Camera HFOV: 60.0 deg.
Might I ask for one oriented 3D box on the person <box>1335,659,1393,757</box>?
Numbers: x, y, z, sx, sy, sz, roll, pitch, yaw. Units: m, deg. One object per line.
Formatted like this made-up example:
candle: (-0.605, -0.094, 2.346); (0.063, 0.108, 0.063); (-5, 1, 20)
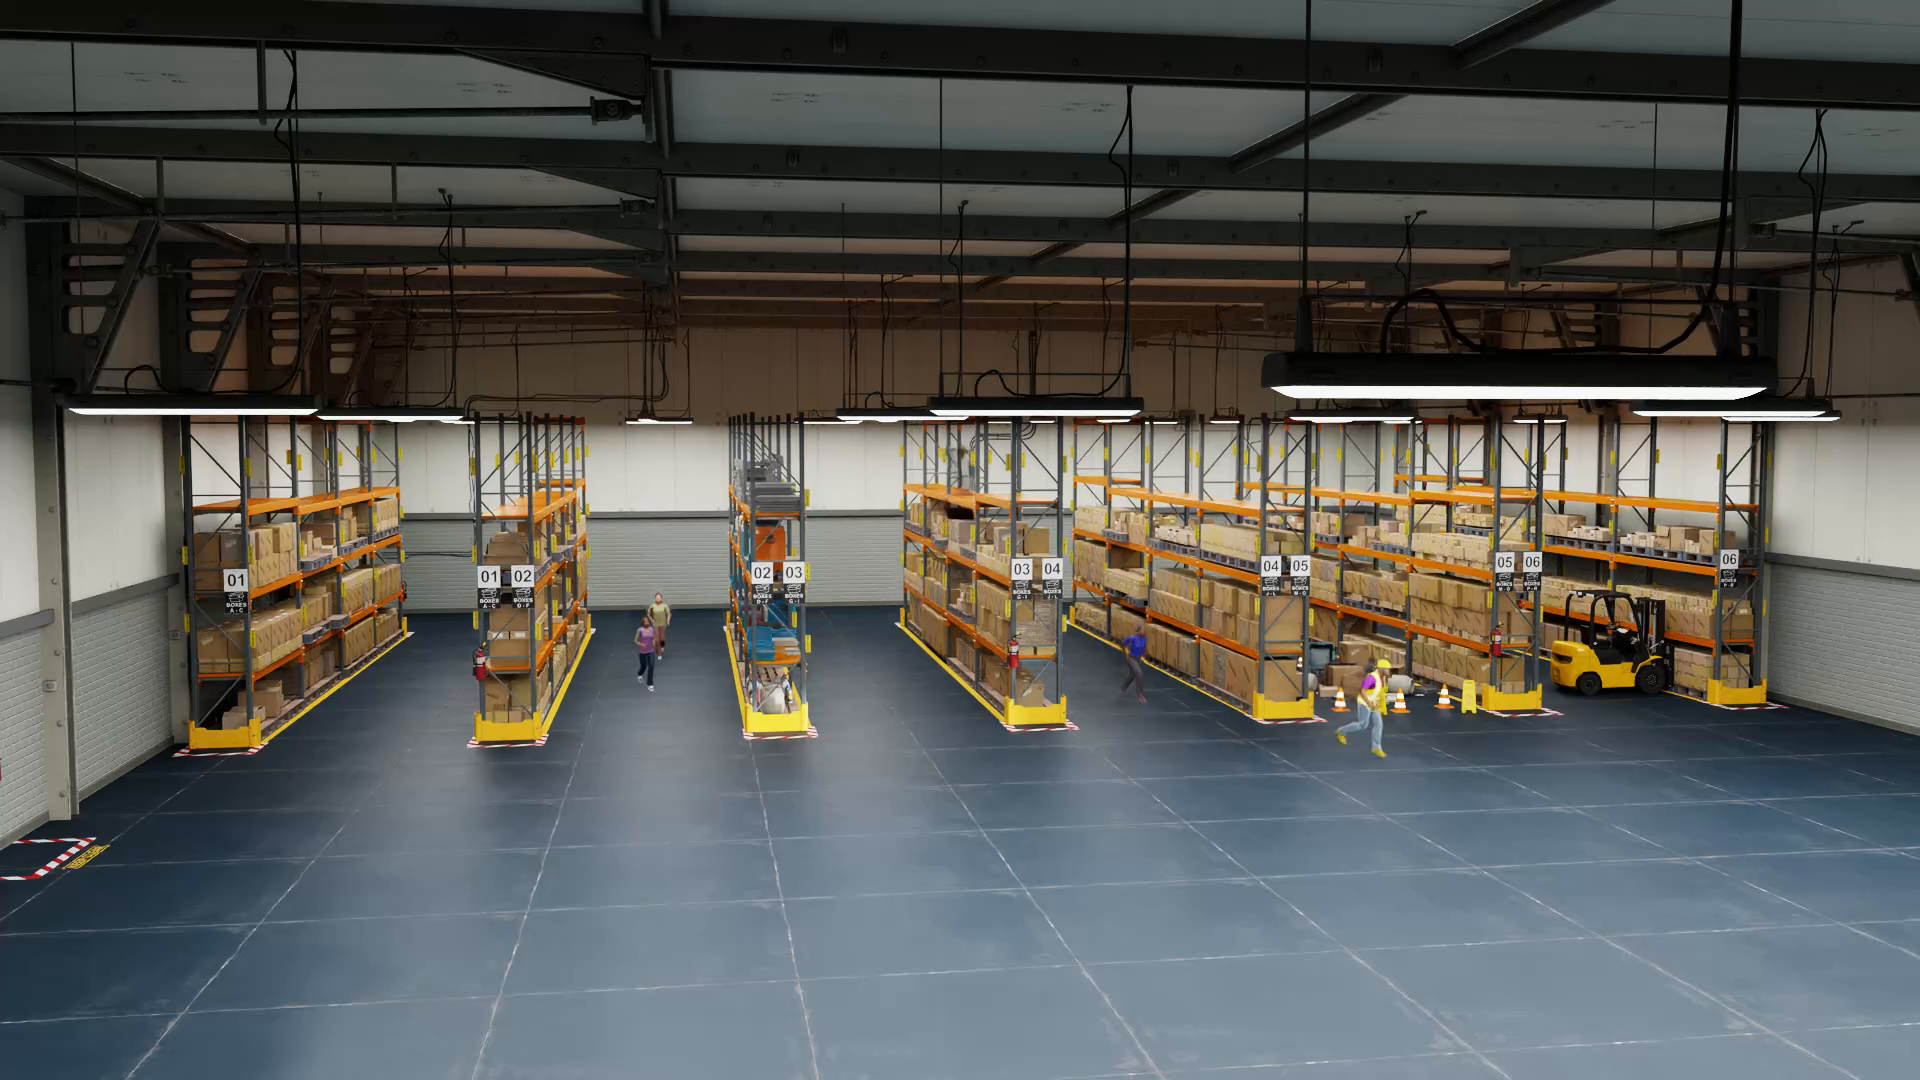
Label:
person: (7.086, 2.916, 29.144); (1.022, 1.713, 0.720); (3, 5, 33)

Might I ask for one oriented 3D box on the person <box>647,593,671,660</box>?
person: (-7.442, 2.134, 41.111); (0.581, 1.610, 0.566); (-1, 4, -9)

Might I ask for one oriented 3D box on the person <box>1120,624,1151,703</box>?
person: (3.619, 2.563, 34.788); (0.571, 1.652, 0.895); (-3, 5, -38)

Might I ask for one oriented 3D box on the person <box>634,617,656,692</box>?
person: (-6.857, 2.464, 36.303); (0.538, 1.599, 0.848); (-2, 4, -28)
